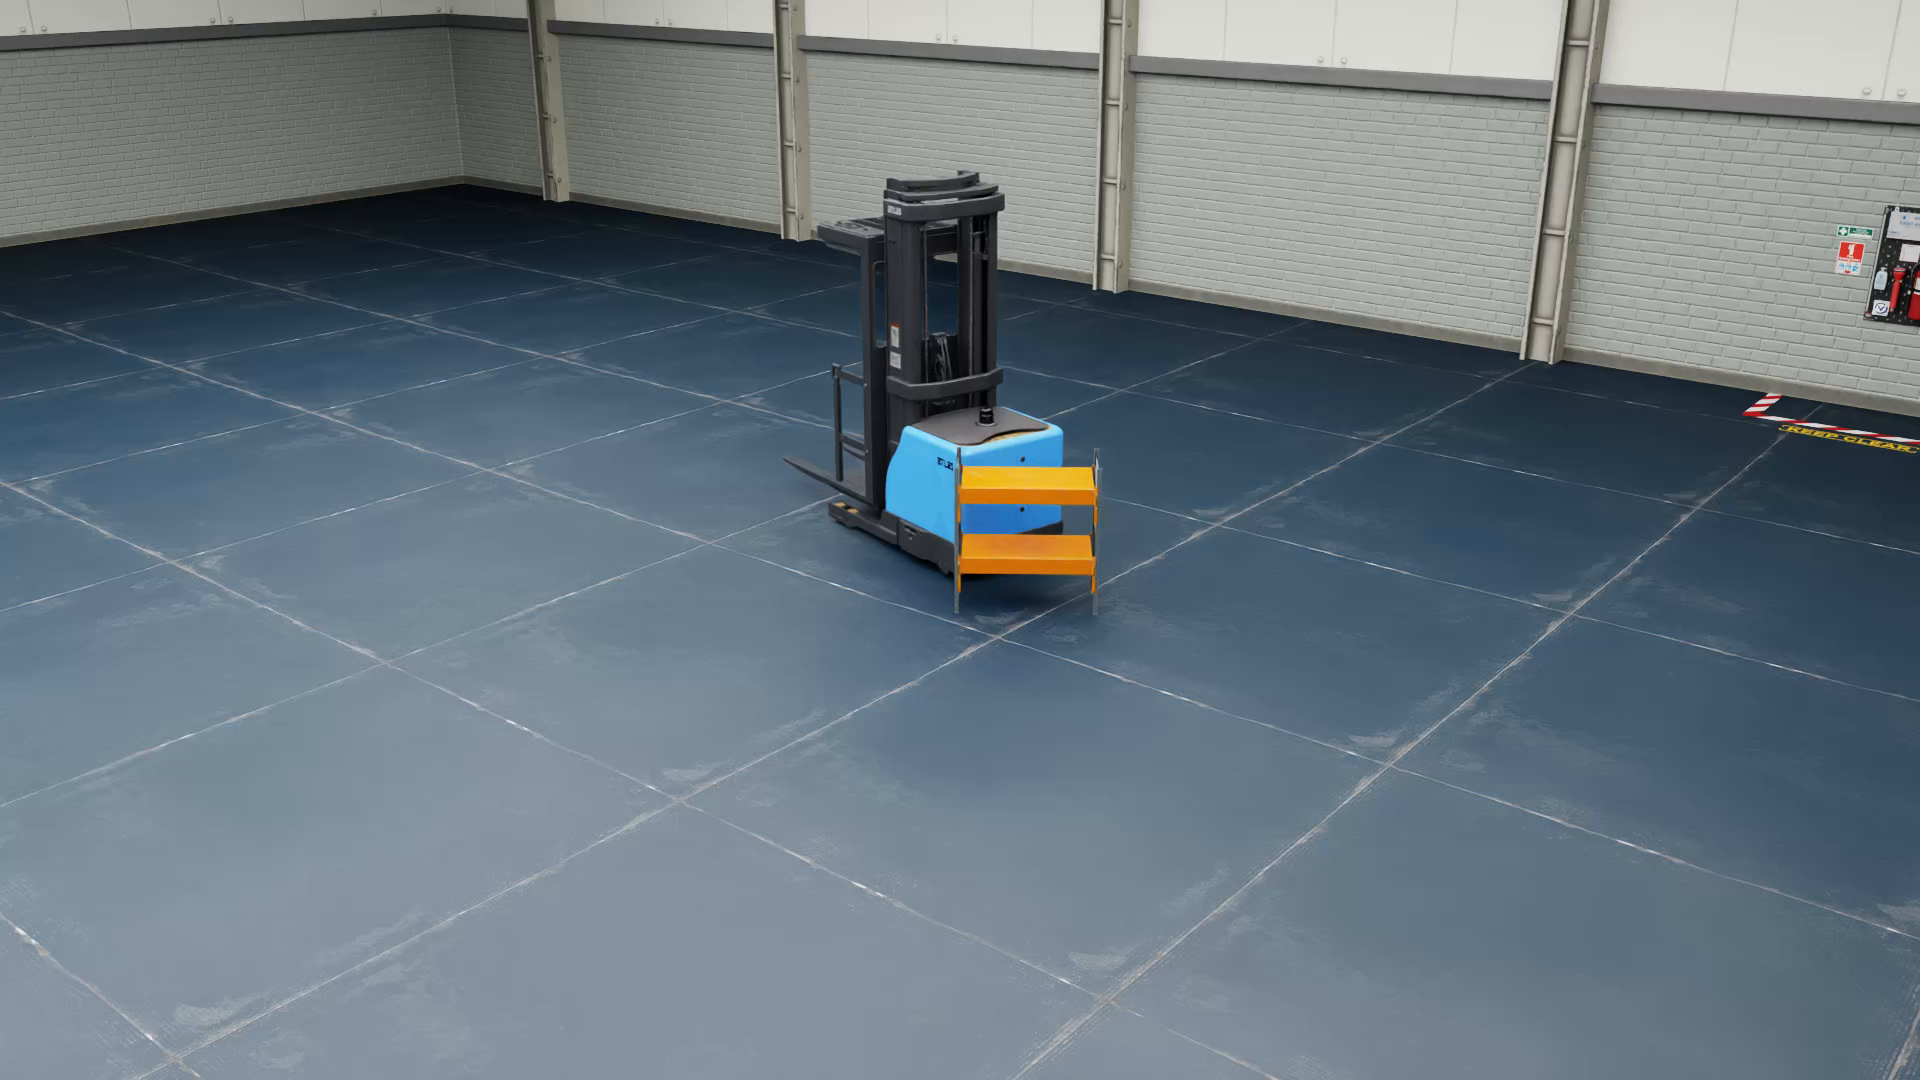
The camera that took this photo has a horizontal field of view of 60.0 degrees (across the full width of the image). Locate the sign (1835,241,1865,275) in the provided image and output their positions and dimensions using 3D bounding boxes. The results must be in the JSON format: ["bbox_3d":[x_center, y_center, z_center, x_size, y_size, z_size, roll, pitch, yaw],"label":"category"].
[{"bbox_3d":[9.107,-2.884,17.015,0.234,0.329,0.001,16,26,36],"label":"sign"}]

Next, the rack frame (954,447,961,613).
[{"bbox_3d":[-0.016,-0.074,12.271,0.032,1.125,0.500,1,21,2],"label":"rack frame"}]

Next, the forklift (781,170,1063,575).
[{"bbox_3d":[-0.456,-1.560,13.651,1.130,2.935,3.031,-15,25,-34],"label":"forklift"}]

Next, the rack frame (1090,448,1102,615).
[{"bbox_3d":[1.000,-0.062,12.239,0.032,1.125,0.500,1,21,2],"label":"rack frame"}]

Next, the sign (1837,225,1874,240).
[{"bbox_3d":[9.105,-3.129,16.913,0.331,0.109,0.001,16,26,36],"label":"sign"}]

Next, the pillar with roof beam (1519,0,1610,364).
[{"bbox_3d":[3.990,-5.123,14.501,0.400,9.000,9.100,16,26,36],"label":"pillar with roof beam"}]

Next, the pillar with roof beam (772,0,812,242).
[{"bbox_3d":[-5.306,-7.801,21.600,0.400,9.000,9.100,16,26,36],"label":"pillar with roof beam"}]

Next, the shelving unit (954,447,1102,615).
[{"bbox_3d":[0.492,-0.068,12.255,1.048,1.125,0.538,1,21,2],"label":"shelving unit"}]

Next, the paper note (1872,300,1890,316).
[{"bbox_3d":[9.377,-2.362,16.930,0.142,0.148,0.016,16,26,36],"label":"paper note"}]

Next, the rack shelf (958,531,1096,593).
[{"bbox_3d":[0.492,0.160,12.342,1.000,0.278,0.538,1,21,2],"label":"rack shelf"}]

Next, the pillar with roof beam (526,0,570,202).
[{"bbox_3d":[-9.955,-9.139,25.150,0.400,9.000,9.100,16,26,36],"label":"pillar with roof beam"}]

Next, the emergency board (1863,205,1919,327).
[{"bbox_3d":[9.470,-2.716,16.620,0.643,1.169,0.194,16,26,36],"label":"emergency board"}]

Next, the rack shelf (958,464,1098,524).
[{"bbox_3d":[0.492,-0.342,12.152,1.000,0.278,0.538,1,21,2],"label":"rack shelf"}]

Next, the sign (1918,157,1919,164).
[{"bbox_3d":[9.527,-3.830,16.288,0.199,0.298,0.001,16,26,36],"label":"sign"}]

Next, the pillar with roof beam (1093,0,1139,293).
[{"bbox_3d":[-0.658,-6.462,18.050,0.400,9.000,9.100,16,26,36],"label":"pillar with roof beam"}]
